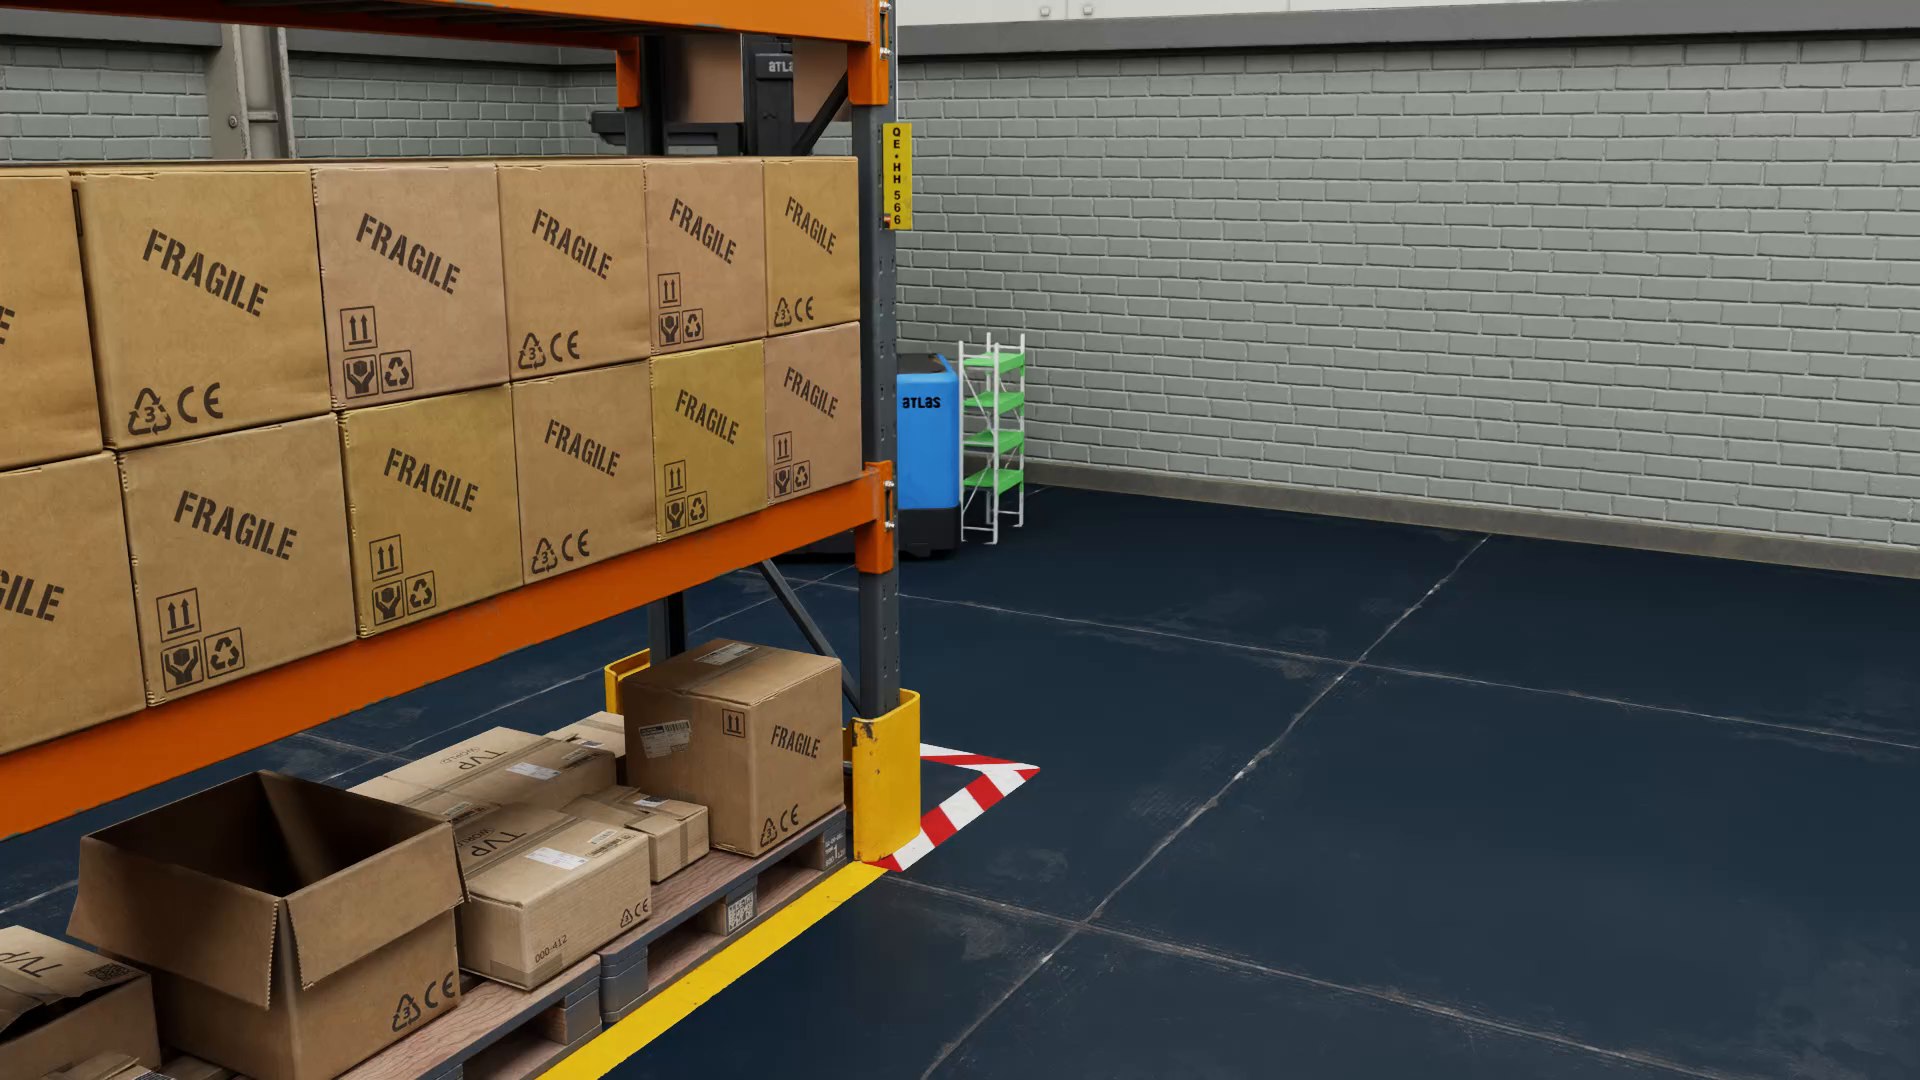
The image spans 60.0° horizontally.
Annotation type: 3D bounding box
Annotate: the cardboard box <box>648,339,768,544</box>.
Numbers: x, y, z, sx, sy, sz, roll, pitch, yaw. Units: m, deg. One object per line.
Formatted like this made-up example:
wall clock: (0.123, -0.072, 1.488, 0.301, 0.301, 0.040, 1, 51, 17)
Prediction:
cardboard box: (-0.898, -0.311, 4.709, 0.500, 0.500, 0.500, 8, 15, 29)

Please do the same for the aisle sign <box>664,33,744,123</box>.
aisle sign: (-0.896, -1.803, 5.564, 0.394, 0.787, 0.004, 7, 15, 28)

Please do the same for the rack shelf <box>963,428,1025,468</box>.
rack shelf: (0.194, -0.562, 10.076, 0.258, 0.148, 0.480, 5, 14, 20)

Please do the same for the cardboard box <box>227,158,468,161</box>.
cardboard box: (-1.610, -0.755, 4.418, 0.500, 0.500, 0.500, 8, 16, 29)

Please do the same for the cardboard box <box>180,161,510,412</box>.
cardboard box: (-1.385, -0.588, 3.725, 0.500, 0.500, 0.500, 8, 16, 30)

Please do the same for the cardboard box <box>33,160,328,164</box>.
cardboard box: (-1.855, -0.651, 3.986, 0.500, 0.500, 0.500, 7, 15, 28)

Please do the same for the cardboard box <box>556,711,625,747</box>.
cardboard box: (-1.176, 0.727, 5.761, 0.380, 0.149, 0.250, 7, 15, 28)

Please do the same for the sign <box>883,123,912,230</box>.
sign: (-0.196, -1.141, 5.222, 0.100, 0.325, 0.005, 7, 15, 28)

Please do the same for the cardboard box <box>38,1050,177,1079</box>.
cardboard box: (-1.804, 1.252, 3.546, 0.380, 0.166, 0.250, 7, 15, 28)

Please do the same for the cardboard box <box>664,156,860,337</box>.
cardboard box: (-0.647, -0.904, 5.036, 0.500, 0.500, 0.500, 7, 15, 28)

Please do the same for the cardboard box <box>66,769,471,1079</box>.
cardboard box: (-1.702, 0.943, 4.111, 0.797, 0.503, 0.637, 7, 15, 28)

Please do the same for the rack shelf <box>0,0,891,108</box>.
rack shelf: (-1.639, -1.190, 3.704, 1.077, 0.370, 4.000, 7, 15, 28)

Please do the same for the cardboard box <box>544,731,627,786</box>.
cardboard box: (-1.296, 0.770, 5.546, 0.380, 0.166, 0.250, 7, 15, 28)

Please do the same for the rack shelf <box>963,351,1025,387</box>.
rack shelf: (0.194, -1.028, 9.963, 0.258, 0.148, 0.480, 5, 14, 20)

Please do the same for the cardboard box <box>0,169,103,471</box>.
cardboard box: (-1.883, -0.376, 2.848, 0.500, 0.500, 0.500, 7, 15, 26)

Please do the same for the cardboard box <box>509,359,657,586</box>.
cardboard box: (-1.144, -0.209, 4.287, 0.500, 0.500, 0.500, 8, 15, 28)

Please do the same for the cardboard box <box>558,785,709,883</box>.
cardboard box: (-0.994, 0.884, 5.073, 0.380, 0.166, 0.250, 7, 15, 28)

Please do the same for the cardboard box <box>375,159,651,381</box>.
cardboard box: (-1.137, -0.693, 4.162, 0.500, 0.500, 0.500, 8, 16, 30)

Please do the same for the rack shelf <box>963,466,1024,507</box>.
rack shelf: (0.194, -0.328, 10.132, 0.258, 0.148, 0.480, 5, 14, 20)

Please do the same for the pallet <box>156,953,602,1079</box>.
pallet: (-1.684, 1.293, 4.222, 1.003, 0.211, 1.213, 7, 15, 28)

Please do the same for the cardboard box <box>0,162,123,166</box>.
cardboard box: (-2.099, -0.548, 3.558, 0.500, 0.500, 0.500, 8, 15, 28)

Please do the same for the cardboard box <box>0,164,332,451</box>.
cardboard box: (-1.634, -0.482, 3.285, 0.500, 0.500, 0.500, 7, 15, 26)

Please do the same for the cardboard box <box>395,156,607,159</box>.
cardboard box: (-1.364, -0.857, 4.842, 0.500, 0.500, 0.500, 8, 15, 29)

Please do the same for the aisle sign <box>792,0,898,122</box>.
aisle sign: (-0.371, -1.735, 5.282, 0.394, 0.787, 0.004, 7, 15, 28)

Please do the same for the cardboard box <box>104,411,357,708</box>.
cardboard box: (-1.632, -0.001, 3.425, 0.500, 0.500, 0.500, 7, 15, 28)

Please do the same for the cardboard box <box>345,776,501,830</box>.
cardboard box: (-1.667, 0.916, 4.763, 0.500, 0.250, 0.500, 7, 15, 28)

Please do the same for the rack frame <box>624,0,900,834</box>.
rack frame: (-0.672, -0.492, 5.673, 1.000, 3.000, 0.127, 7, 15, 28)

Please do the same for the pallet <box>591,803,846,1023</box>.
pallet: (-1.094, 1.043, 5.256, 1.003, 0.211, 1.213, 7, 15, 28)

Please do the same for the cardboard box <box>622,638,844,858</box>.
cardboard box: (-0.720, 0.649, 5.336, 0.500, 0.500, 0.500, 7, 15, 28)

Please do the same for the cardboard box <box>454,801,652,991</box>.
cardboard box: (-1.205, 0.962, 4.571, 0.500, 0.250, 0.500, 7, 15, 28)

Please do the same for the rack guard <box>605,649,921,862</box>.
rack guard: (-0.709, 0.739, 5.901, 1.175, 0.500, 0.348, 7, 15, 28)

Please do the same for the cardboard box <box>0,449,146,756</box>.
cardboard box: (-1.876, 0.101, 3.000, 0.500, 0.500, 0.500, 8, 16, 29)

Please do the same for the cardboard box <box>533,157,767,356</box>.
cardboard box: (-0.890, -0.800, 4.606, 0.500, 0.500, 0.500, 8, 16, 30)

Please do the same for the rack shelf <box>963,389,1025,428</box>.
rack shelf: (0.194, -0.795, 10.020, 0.258, 0.148, 0.480, 5, 14, 20)

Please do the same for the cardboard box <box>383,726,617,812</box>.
cardboard box: (-1.425, 0.813, 5.189, 0.500, 0.250, 0.500, 7, 15, 28)

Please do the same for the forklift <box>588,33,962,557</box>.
forklift: (-1.539, -1.392, 9.553, 3.031, 2.935, 1.130, -1, 14, -5)

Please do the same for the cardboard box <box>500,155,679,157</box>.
cardboard box: (-1.118, -0.965, 5.290, 0.500, 0.500, 0.500, 8, 16, 30)

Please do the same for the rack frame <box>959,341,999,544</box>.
rack frame: (0.110, -0.570, 9.838, 0.240, 1.200, 0.015, 5, 14, 20)

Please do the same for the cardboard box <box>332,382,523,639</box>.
cardboard box: (-1.388, -0.106, 3.858, 0.500, 0.500, 0.500, 7, 15, 27)

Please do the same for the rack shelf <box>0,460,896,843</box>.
rack shelf: (-1.639, 0.268, 4.055, 1.077, 0.370, 4.000, 7, 15, 28)

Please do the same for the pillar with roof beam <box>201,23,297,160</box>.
pillar with roof beam: (-0.694, -4.133, 7.976, 9.100, 9.000, 0.400, 7, 15, 28)

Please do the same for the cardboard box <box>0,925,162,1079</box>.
cardboard box: (-2.216, 1.119, 3.789, 0.500, 0.311, 0.500, 7, 15, 28)

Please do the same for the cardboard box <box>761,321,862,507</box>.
cardboard box: (-0.651, -0.418, 5.152, 0.500, 0.500, 0.500, 8, 16, 30)

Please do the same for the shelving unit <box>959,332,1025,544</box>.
shelving unit: (0.194, -0.624, 10.061, 0.258, 1.200, 0.503, 5, 14, 20)

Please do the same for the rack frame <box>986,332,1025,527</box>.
rack frame: (0.279, -0.677, 10.283, 0.240, 1.200, 0.015, 5, 14, 20)
